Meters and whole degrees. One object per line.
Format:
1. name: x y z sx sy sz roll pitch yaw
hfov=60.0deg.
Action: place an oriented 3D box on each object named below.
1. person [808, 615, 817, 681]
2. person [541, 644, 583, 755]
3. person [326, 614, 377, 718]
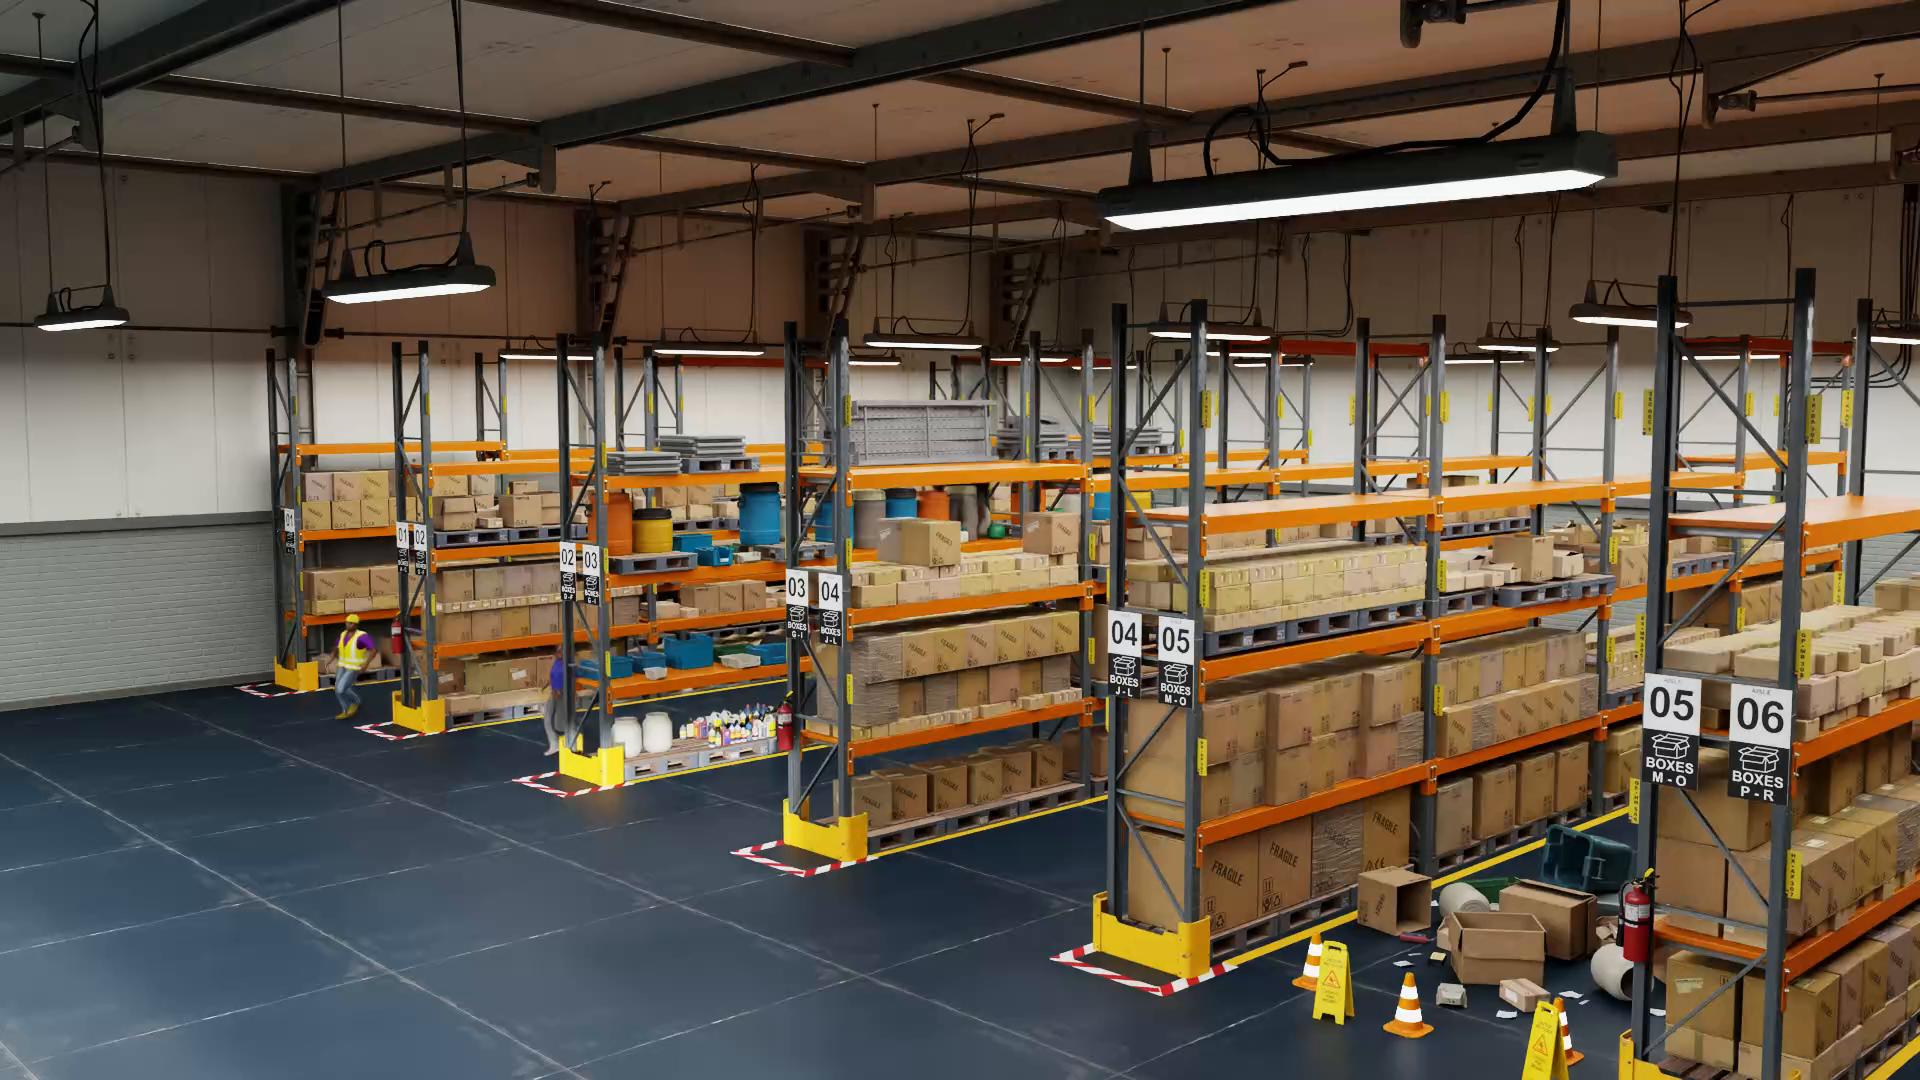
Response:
1. person: -2.530 1.901 28.045 0.624 1.657 0.875 4 7 41
2. person: -5.716 2.301 24.097 0.614 1.616 0.636 4 6 40
3. person: -9.730 2.027 26.465 0.760 1.704 0.524 2 6 26
